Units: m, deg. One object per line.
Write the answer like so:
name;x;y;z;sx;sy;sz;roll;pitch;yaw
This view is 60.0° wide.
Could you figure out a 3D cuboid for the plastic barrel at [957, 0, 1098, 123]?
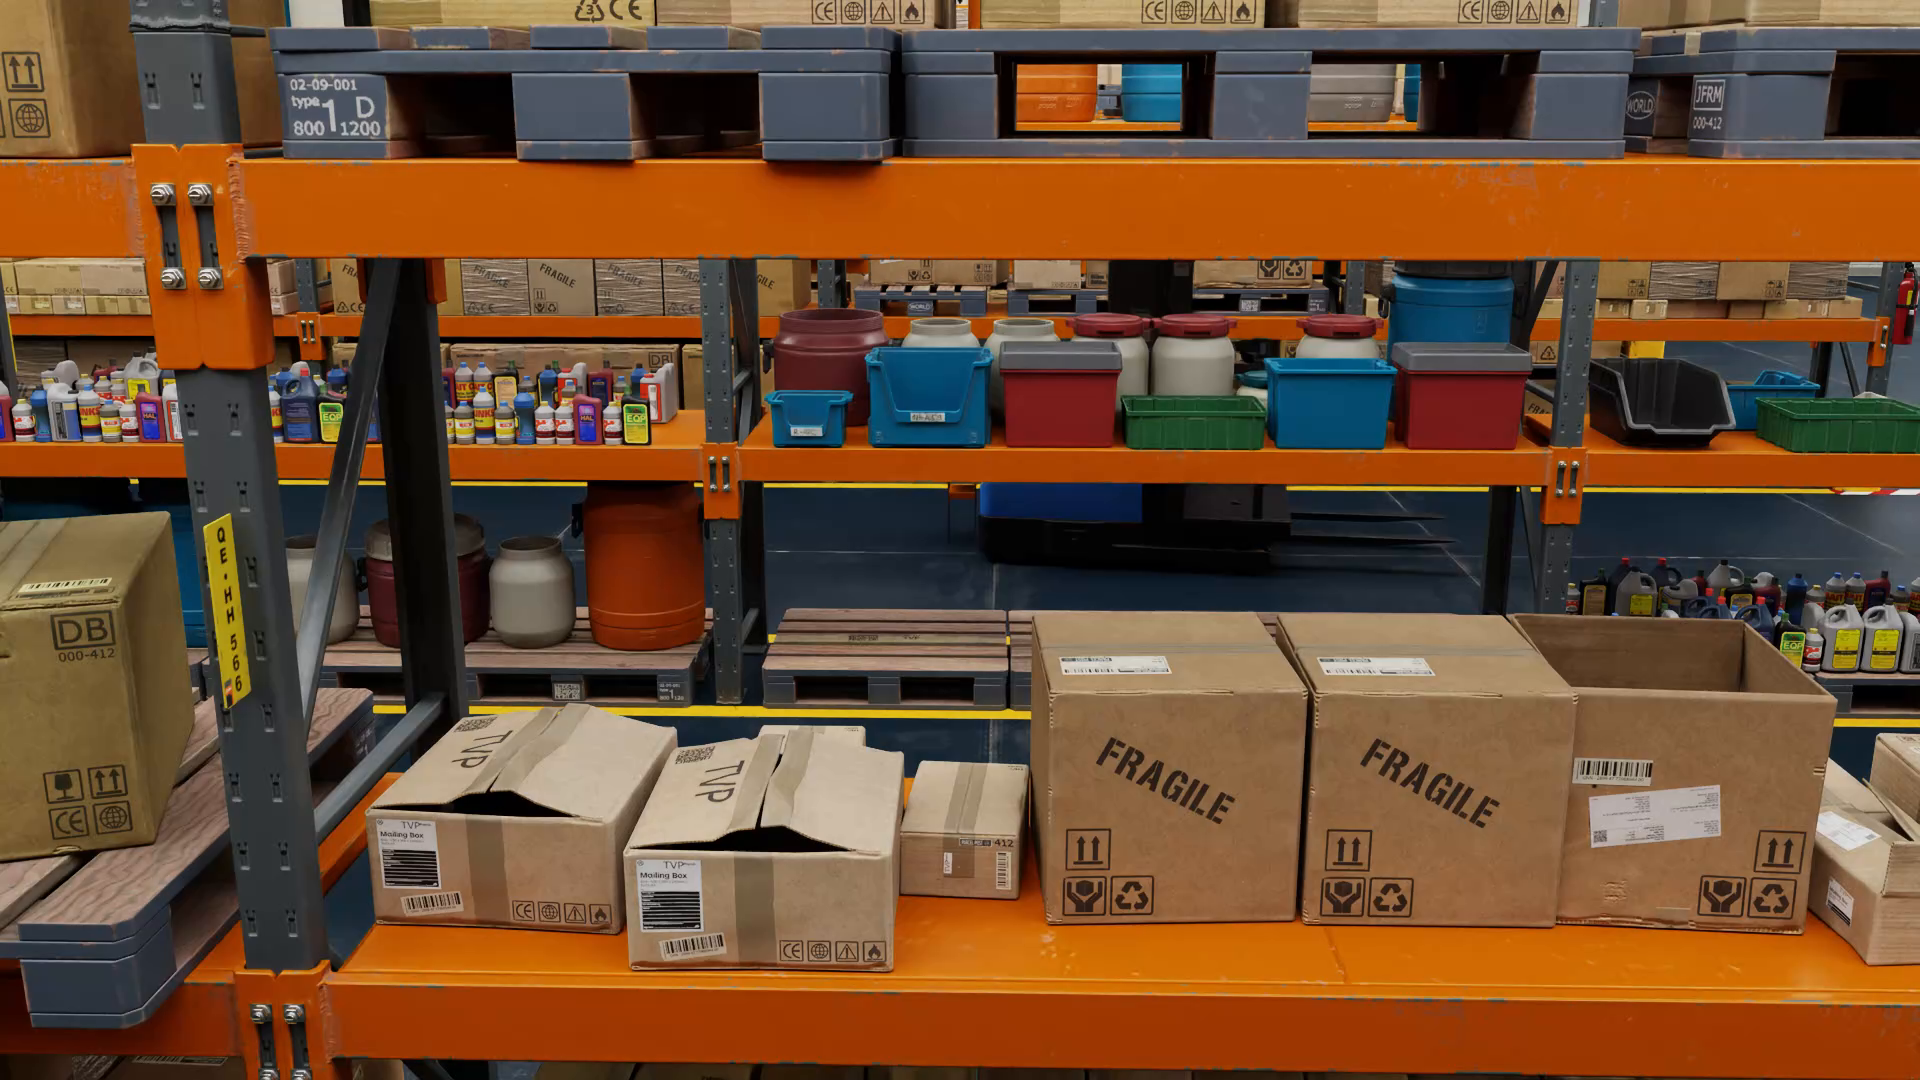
plastic barrel;0.338;-2.350;7.646;0.708;0.830;0.600;0;15;1

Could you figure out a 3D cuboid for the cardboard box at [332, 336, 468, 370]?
cardboard box;-4.364;-1.223;13.437;0.875;0.875;1.225;0;15;2

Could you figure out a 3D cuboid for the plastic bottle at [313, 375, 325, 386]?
plastic bottle;-3.376;-0.765;8.750;0.097;0.201;0.097;0;15;0

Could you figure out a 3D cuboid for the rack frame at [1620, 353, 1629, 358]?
rack frame;7.220;-3.232;17.712;0.127;3.000;1.000;0;15;1

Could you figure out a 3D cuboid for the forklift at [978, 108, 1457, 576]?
forklift;1.678;-1.339;10.669;3.031;2.935;1.130;2;15;8

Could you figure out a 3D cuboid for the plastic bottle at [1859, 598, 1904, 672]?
plastic bottle;4.463;0.453;8.072;0.185;0.351;0.144;1;15;4

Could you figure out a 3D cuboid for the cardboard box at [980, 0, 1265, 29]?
cardboard box;0.289;-1.081;3.148;0.500;0.250;0.500;0;15;0

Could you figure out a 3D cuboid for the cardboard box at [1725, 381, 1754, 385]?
cardboard box;6.368;-0.971;13.217;0.500;0.500;0.500;3;15;12

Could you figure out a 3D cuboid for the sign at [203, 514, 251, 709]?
sign;-1.266;0.123;2.880;0.005;0.325;0.100;0;15;1

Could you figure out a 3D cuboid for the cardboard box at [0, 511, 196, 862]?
cardboard box;-1.894;0.279;3.382;0.500;0.500;0.700;-5;16;-17

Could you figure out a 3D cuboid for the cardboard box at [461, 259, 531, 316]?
cardboard box;-3.548;-2.022;12.926;0.500;0.500;0.500;0;15;0

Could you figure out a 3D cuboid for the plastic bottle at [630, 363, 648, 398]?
plastic bottle;-1.671;-0.788;8.699;0.097;0.271;0.097;0;15;0

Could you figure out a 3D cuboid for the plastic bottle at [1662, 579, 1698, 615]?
plastic bottle;3.731;0.343;8.637;0.135;0.276;0.152;0;15;1

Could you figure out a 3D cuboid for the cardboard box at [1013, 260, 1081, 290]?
cardboard box;0.664;-2.081;12.819;0.500;0.250;0.500;0;15;0

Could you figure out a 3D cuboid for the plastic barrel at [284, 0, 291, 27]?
plastic barrel;-3.420;-2.707;8.034;0.708;0.901;0.600;0;15;1

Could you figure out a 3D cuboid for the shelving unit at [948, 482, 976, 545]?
shelving unit;0.014;-0.580;11.187;0.189;1.200;0.258;0;15;1

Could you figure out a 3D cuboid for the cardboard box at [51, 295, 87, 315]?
cardboard box;-6.856;-1.854;12.978;0.250;0.149;0.380;1;15;2

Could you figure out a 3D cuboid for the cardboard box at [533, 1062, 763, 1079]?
cardboard box;-0.732;1.302;3.993;0.500;0.311;0.500;1;15;3

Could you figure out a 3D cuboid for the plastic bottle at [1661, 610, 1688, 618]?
plastic bottle;3.498;0.482;8.109;0.135;0.276;0.152;1;15;3

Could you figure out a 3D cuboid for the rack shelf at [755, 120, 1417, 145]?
rack shelf;0.868;-1.847;7.990;4.000;0.370;1.077;0;15;1

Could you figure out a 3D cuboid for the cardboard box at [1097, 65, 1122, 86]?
cardboard box;1.117;-3.521;12.562;0.250;0.166;0.380;0;15;0

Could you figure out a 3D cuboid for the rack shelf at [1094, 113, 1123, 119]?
rack shelf;0.994;-3.110;12.777;4.000;0.370;1.077;0;15;1

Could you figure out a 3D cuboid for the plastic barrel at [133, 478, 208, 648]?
plastic barrel;-3.879;0.041;8.595;0.708;0.901;0.600;0;15;1

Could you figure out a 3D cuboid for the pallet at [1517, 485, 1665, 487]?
pallet;4.889;-0.643;13.365;1.213;0.211;1.003;0;15;1

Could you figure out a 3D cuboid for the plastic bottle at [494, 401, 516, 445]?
plastic bottle;-2.185;-0.564;7.986;0.097;0.201;0.097;0;15;0

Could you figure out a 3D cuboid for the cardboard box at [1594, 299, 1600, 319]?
cardboard box;4.701;-1.788;12.730;0.250;0.149;0.380;0;15;1

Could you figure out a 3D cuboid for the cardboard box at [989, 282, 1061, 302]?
cardboard box;0.703;-2.368;18.022;0.750;0.750;1.050;1;15;2

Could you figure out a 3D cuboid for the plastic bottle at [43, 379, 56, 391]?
plastic bottle;-4.713;-0.735;8.636;0.097;0.201;0.097;0;15;0

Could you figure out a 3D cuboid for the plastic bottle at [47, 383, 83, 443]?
plastic bottle;-4.312;-0.621;8.056;0.135;0.276;0.152;0;15;1

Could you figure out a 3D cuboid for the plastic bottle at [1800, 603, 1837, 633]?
plastic bottle;4.256;0.450;8.230;0.135;0.276;0.152;0;15;1

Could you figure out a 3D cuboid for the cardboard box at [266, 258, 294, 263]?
cardboard box;-5.470;-2.415;12.855;0.500;0.500;0.500;1;15;3

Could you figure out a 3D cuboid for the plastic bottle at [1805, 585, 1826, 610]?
plastic bottle;4.519;0.340;8.793;0.097;0.201;0.097;0;15;0

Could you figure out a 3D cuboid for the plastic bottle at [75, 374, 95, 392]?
plastic bottle;-4.612;-0.773;8.780;0.097;0.201;0.097;0;15;0

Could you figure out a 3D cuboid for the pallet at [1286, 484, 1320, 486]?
pallet;2.215;-0.651;13.392;1.213;0.211;1.003;0;15;1

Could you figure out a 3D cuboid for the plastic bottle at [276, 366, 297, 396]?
plastic bottle;-3.477;-0.761;8.596;0.097;0.271;0.097;0;15;0

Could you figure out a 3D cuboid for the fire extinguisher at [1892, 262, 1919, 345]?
fire extinguisher;7.095;-1.812;12.481;0.183;0.674;0.296;0;15;1

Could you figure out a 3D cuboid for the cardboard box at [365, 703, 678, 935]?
cardboard box;-0.899;0.563;3.502;0.500;0.311;0.500;1;15;5

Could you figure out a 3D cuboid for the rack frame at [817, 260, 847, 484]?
rack frame;-1.005;-2.020;13.117;0.127;3.000;1.000;0;15;1

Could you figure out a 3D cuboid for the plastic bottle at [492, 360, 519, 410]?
plastic bottle;-2.382;-0.803;8.732;0.133;0.283;0.061;0;15;1

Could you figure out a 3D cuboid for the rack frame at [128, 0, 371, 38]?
rack frame;-1.262;-2.395;2.777;0.127;3.000;1.000;0;15;1

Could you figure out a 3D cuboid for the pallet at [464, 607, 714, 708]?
pallet;-1.921;0.597;8.665;1.213;0.211;1.003;0;15;1

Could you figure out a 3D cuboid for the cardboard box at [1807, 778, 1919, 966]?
cardboard box;1.853;0.638;3.305;0.258;0.266;0.396;0;15;0

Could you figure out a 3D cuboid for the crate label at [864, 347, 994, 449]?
crate label;-0.145;-0.699;8.039;0.616;0.435;0.502;0;15;1

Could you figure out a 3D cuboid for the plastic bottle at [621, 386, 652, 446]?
plastic bottle;-1.547;-0.595;7.942;0.133;0.283;0.061;0;15;1

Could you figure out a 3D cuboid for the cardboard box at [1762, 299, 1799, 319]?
cardboard box;6.201;-1.786;12.723;0.250;0.149;0.380;0;15;1

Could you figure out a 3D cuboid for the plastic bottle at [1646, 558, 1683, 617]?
plastic bottle;3.710;0.269;8.771;0.185;0.351;0.144;0;15;-1

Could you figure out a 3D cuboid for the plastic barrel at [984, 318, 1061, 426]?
plastic barrel;0.323;-0.856;8.486;0.421;0.512;0.421;0;15;0

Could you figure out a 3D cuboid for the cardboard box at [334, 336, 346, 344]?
cardboard box;-6.675;-2.239;18.127;0.250;0.149;0.380;1;15;4

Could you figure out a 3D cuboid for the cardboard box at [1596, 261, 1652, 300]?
cardboard box;4.942;-2.164;12.883;0.500;0.500;0.875;0;15;1

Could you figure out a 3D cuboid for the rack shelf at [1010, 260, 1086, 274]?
rack shelf;1.222;-2.924;17.952;4.000;0.370;1.077;0;15;1

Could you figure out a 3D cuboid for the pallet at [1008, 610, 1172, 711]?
pallet;0.858;0.615;8.596;1.213;0.211;1.003;0;15;1

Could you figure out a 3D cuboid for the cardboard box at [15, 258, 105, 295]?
cardboard box;-6.986;-2.064;12.993;0.500;0.250;0.500;0;15;0
